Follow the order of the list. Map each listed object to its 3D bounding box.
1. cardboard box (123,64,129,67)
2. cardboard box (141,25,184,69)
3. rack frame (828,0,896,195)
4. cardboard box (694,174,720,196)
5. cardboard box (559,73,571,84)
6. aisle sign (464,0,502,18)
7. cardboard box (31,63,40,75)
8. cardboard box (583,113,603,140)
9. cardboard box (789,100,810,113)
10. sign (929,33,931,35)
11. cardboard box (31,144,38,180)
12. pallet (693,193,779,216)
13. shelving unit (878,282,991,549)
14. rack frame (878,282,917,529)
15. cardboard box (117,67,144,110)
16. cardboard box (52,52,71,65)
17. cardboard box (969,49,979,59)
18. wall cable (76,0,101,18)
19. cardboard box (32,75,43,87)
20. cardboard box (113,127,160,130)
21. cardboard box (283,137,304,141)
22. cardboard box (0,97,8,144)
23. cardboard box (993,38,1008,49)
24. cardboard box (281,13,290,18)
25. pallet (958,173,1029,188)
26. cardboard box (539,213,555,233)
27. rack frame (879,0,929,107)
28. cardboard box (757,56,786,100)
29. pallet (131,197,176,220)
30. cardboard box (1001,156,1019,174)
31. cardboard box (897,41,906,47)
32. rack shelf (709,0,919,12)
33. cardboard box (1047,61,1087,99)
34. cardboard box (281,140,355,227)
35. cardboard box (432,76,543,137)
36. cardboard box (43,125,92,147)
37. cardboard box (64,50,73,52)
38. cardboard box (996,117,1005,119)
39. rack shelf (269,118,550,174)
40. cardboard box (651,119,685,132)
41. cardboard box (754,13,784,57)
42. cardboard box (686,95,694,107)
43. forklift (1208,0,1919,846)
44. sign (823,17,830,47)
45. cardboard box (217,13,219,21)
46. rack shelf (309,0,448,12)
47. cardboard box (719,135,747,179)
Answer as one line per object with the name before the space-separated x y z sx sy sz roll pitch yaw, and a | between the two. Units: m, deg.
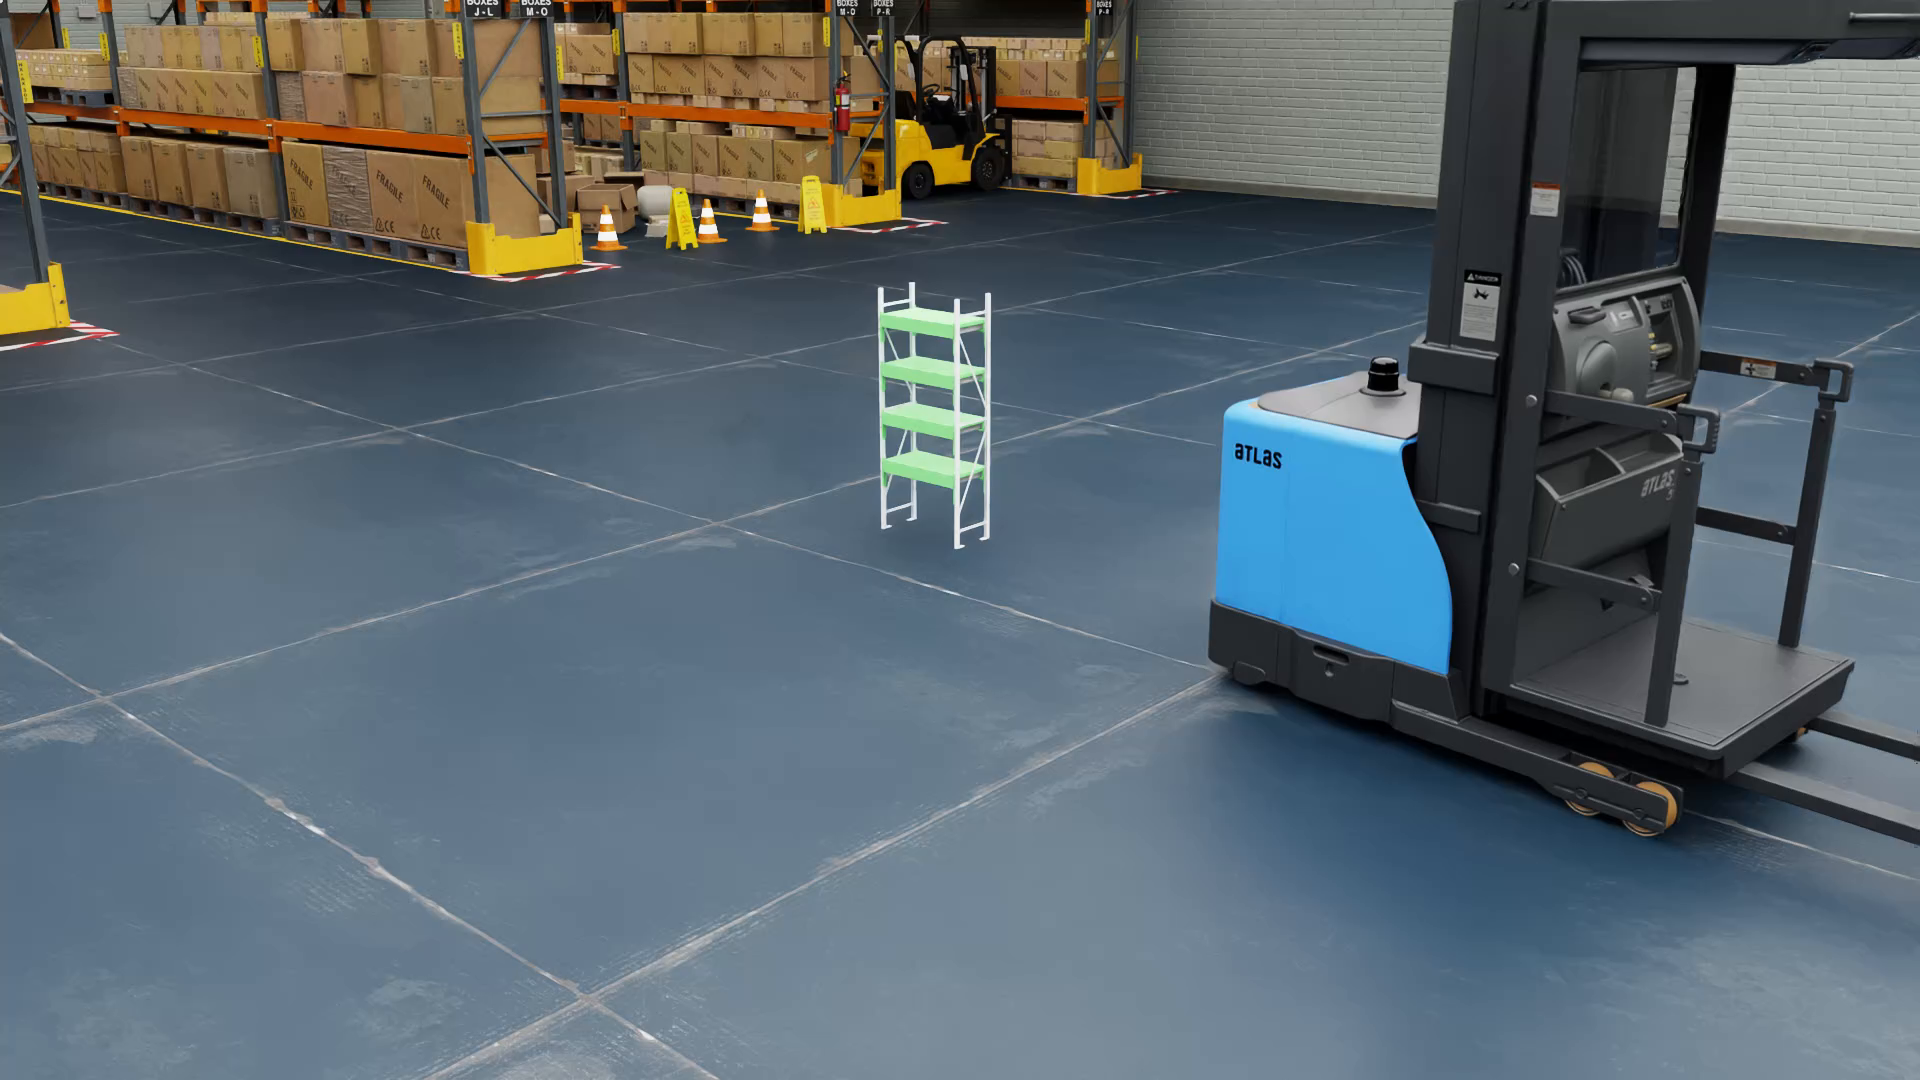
cardboard box | -10.790 -6.204 21.930 0.250 0.149 0.380 16 24 42
cardboard box | -9.649 -6.116 20.605 0.500 0.500 0.700 15 23 38
rack frame | -1.164 -5.319 19.913 0.127 3.000 1.000 15 23 39
cardboard box | -3.088 -4.622 21.567 0.500 0.250 0.500 15 23 39
cardboard box | -5.319 -6.394 23.022 0.250 0.149 0.380 15 23 40
aisle sign | -4.520 -5.336 15.668 0.004 0.787 0.394 15 23 39
cardboard box | -12.189 -6.314 22.276 0.250 0.149 0.380 14 23 38
cardboard box | -6.635 -7.713 30.894 0.500 0.500 0.500 16 24 42
cardboard box | -1.849 -5.252 20.116 0.250 0.149 0.380 15 23 39
sign | -0.496 -7.822 26.238 0.005 0.325 0.100 15 23 39
cardboard box | -12.973 -5.388 23.570 0.500 0.500 0.500 16 24 41
pallet | -2.713 -4.421 21.694 1.213 0.211 1.003 15 23 39
shelving unit | -0.124 -0.605 8.035 0.503 1.200 0.258 15 23 39
rack frame | -0.306 -0.654 8.189 0.015 1.200 0.240 15 23 39
cardboard box | -10.201 -5.681 20.890 0.500 0.500 0.500 15 23 40
cardboard box | -11.613 -6.300 21.741 0.250 0.149 0.380 16 24 41
cardboard box | 0.343 -7.164 24.489 0.250 0.149 0.380 14 23 38
wall cable | -17.364 -10.158 33.428 0.123 1.953 0.585 15 23 39
cardboard box | -12.193 -6.173 22.325 0.250 0.149 0.380 14 22 37
cardboard box | -11.092 -5.446 22.512 0.500 0.250 0.500 15 23 39
cardboard box | -11.207 -7.037 28.868 0.875 0.438 0.875 14 22 38
cardboard box | -8.135 -3.383 13.155 0.500 0.500 0.875 15 23 39
cardboard box | 0.699 -7.199 24.108 0.250 0.149 0.380 16 23 40
cardboard box | -11.087 -8.728 27.764 0.250 0.149 0.380 15 23 39
pallet | 0.620 -5.503 25.101 1.213 0.211 1.003 15 23 39
cardboard box | -4.858 -3.750 19.490 0.396 0.266 0.258 -13 22 -36
rack frame | -0.864 -7.246 25.984 0.127 3.000 1.000 15 23 39
cardboard box | -2.124 -5.657 20.320 0.500 0.500 0.500 15 23 39
pallet | -9.818 -4.281 21.251 1.213 0.211 1.003 15 23 39
cardboard box | 0.833 -5.560 24.522 0.500 0.250 0.500 15 23 40
cardboard box | -0.822 -7.613 25.413 0.250 0.149 0.380 16 23 40
rack shelf | -2.360 -8.734 26.905 4.000 0.370 1.077 15 23 39
cardboard box | 1.586 -6.530 23.563 0.500 0.500 0.500 14 23 38
cardboard box | -6.942 -4.027 18.661 0.875 0.875 0.875 15 23 40
cardboard box | -4.682 -4.314 16.500 0.550 0.550 0.875 15 23 39
cardboard box | -12.193 -5.536 22.796 0.500 0.250 0.500 16 24 41
cardboard box | -12.148 -6.707 23.023 0.250 0.149 0.380 14 22 38
cardboard box | 0.433 -6.134 24.681 0.500 0.250 0.500 14 23 38
rack shelf | -5.870 -4.237 17.694 4.000 0.370 1.077 15 23 39
cardboard box | -3.840 -5.460 21.897 0.250 0.149 0.380 15 23 40
cardboard box | -2.064 -6.141 20.194 0.500 0.500 0.700 15 23 40
cardboard box | -3.309 -5.677 21.457 0.250 0.149 0.380 15 23 39
forklift | 2.329 -0.645 5.300 1.130 2.935 3.031 -16 23 -40
sign | -1.547 -5.900 19.307 0.005 0.325 0.100 15 23 39
cardboard box | -12.806 -9.194 29.234 0.250 0.149 0.380 16 23 41
rack shelf | -8.643 -8.414 25.894 4.000 0.370 1.077 15 23 39
cardboard box | -2.702 -4.875 21.125 0.500 0.500 0.500 14 23 38
